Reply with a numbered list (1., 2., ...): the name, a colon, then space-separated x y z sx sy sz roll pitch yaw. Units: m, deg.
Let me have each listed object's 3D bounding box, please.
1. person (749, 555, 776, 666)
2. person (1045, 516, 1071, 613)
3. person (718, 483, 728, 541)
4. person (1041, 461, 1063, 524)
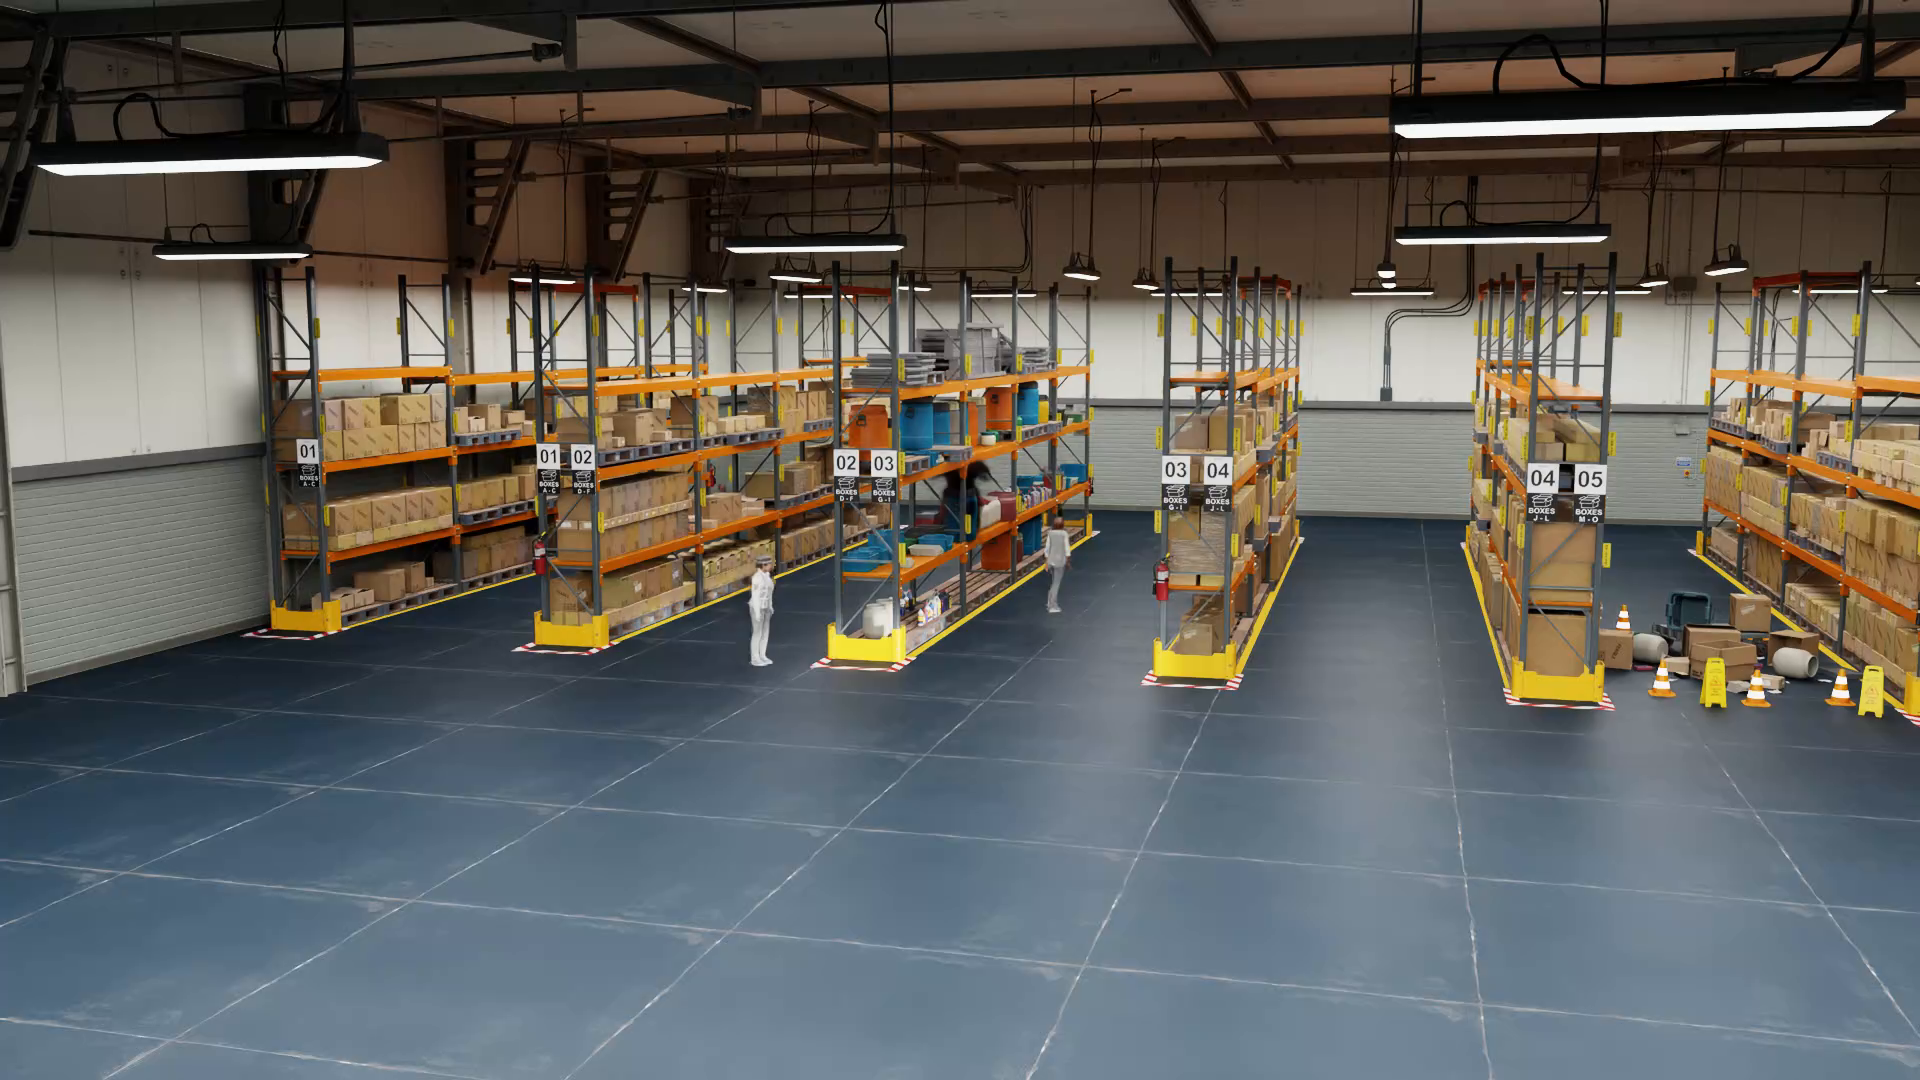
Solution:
1. person: -2.951 1.044 24.815 0.373 1.673 0.516 2 8 17
2. person: 1.626 0.431 27.610 0.390 1.641 0.386 -6 9 -40
3. person: -5.258 -0.460 36.756 0.409 1.610 0.941 3 8 22
4. person: 2.364 -1.283 42.773 0.614 1.738 1.144 2 8 16
